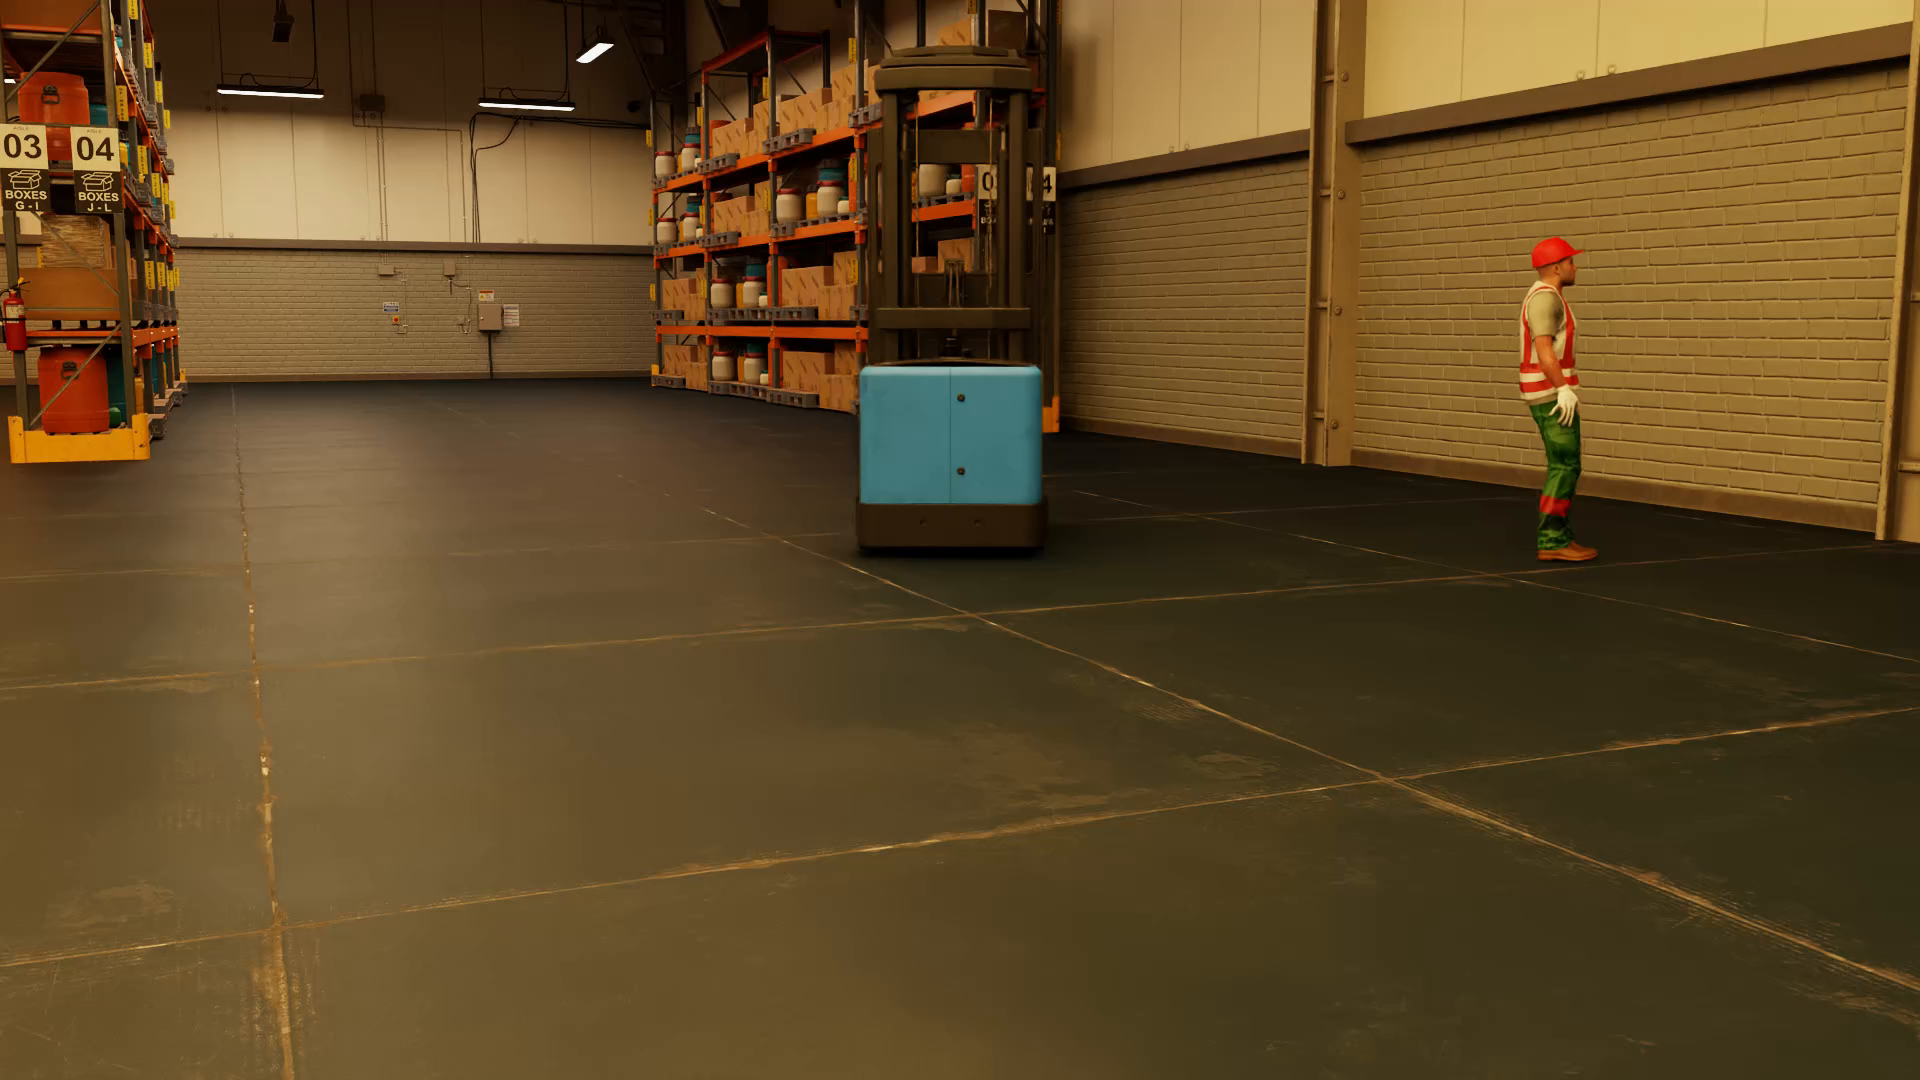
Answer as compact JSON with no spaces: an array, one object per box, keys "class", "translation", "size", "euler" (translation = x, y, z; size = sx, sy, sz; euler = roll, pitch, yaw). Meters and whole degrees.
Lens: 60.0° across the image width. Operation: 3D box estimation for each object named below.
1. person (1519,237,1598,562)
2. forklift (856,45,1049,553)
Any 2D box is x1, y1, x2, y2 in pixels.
[{"class":"person","translation":[3.373,-0.780,9.302],"size":[0.488,1.806,0.632],"euler":[2,8,14]},{"class":"forklift","translation":[-0.027,-1.540,10.624],"size":[1.130,2.935,3.031],"euler":[0,8,1]}]
